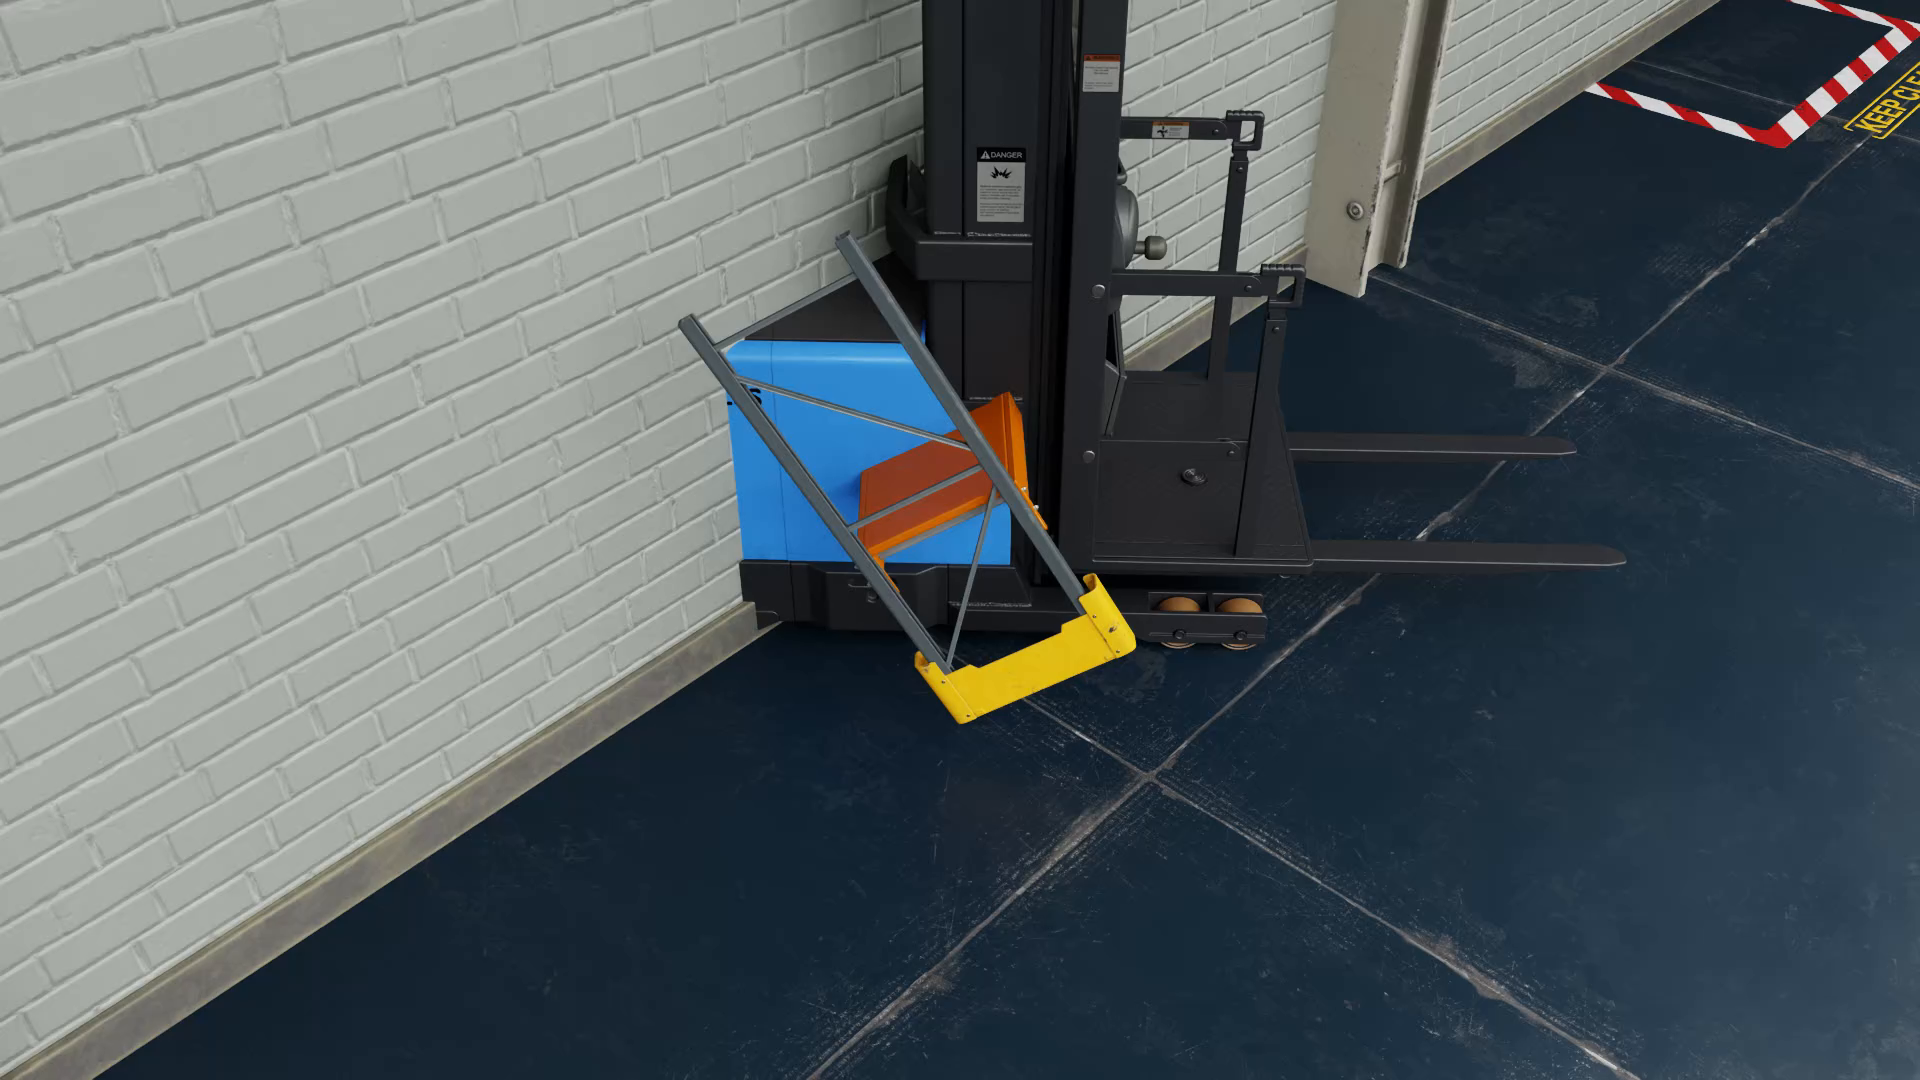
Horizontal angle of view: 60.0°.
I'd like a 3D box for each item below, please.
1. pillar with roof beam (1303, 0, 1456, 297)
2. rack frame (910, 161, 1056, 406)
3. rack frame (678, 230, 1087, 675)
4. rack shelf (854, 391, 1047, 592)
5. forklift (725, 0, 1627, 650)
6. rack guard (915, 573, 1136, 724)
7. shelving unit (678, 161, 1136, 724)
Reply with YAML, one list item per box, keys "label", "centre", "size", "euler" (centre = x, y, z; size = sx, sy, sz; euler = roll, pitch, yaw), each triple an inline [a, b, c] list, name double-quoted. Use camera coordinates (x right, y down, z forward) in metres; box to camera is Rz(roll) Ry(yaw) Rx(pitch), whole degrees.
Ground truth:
- label: "pillar with roof beam"
  centre: [4.882, -2.895, 2.160]
  size: [9.100, 9.000, 0.400]
  euler: [30, 47, 32]
- label: "rack frame"
  centre: [-0.132, -0.704, 5.284]
  size: [0.500, 1.500, 0.032]
  euler: [-25, 32, 16]
- label: "rack frame"
  centre: [-0.118, -0.111, 4.458]
  size: [0.500, 1.500, 0.032]
  euler: [-25, 32, 16]
- label: "rack shelf"
  centre: [-0.037, -0.281, 4.963]
  size: [0.538, 0.185, 1.000]
  euler: [-25, 32, 16]
- label: "forklift"
  centre: [0.624, -1.135, 4.823]
  size: [3.031, 2.935, 1.130]
  euler: [1, 39, 1]
- label: "rack guard"
  centre: [0.187, 0.318, 4.795]
  size: [0.587, 0.250, 0.087]
  euler: [-25, 32, 16]
- label: "shelving unit"
  centre: [-0.125, -0.413, 4.878]
  size: [0.587, 1.500, 1.083]
  euler: [-25, 32, 16]
